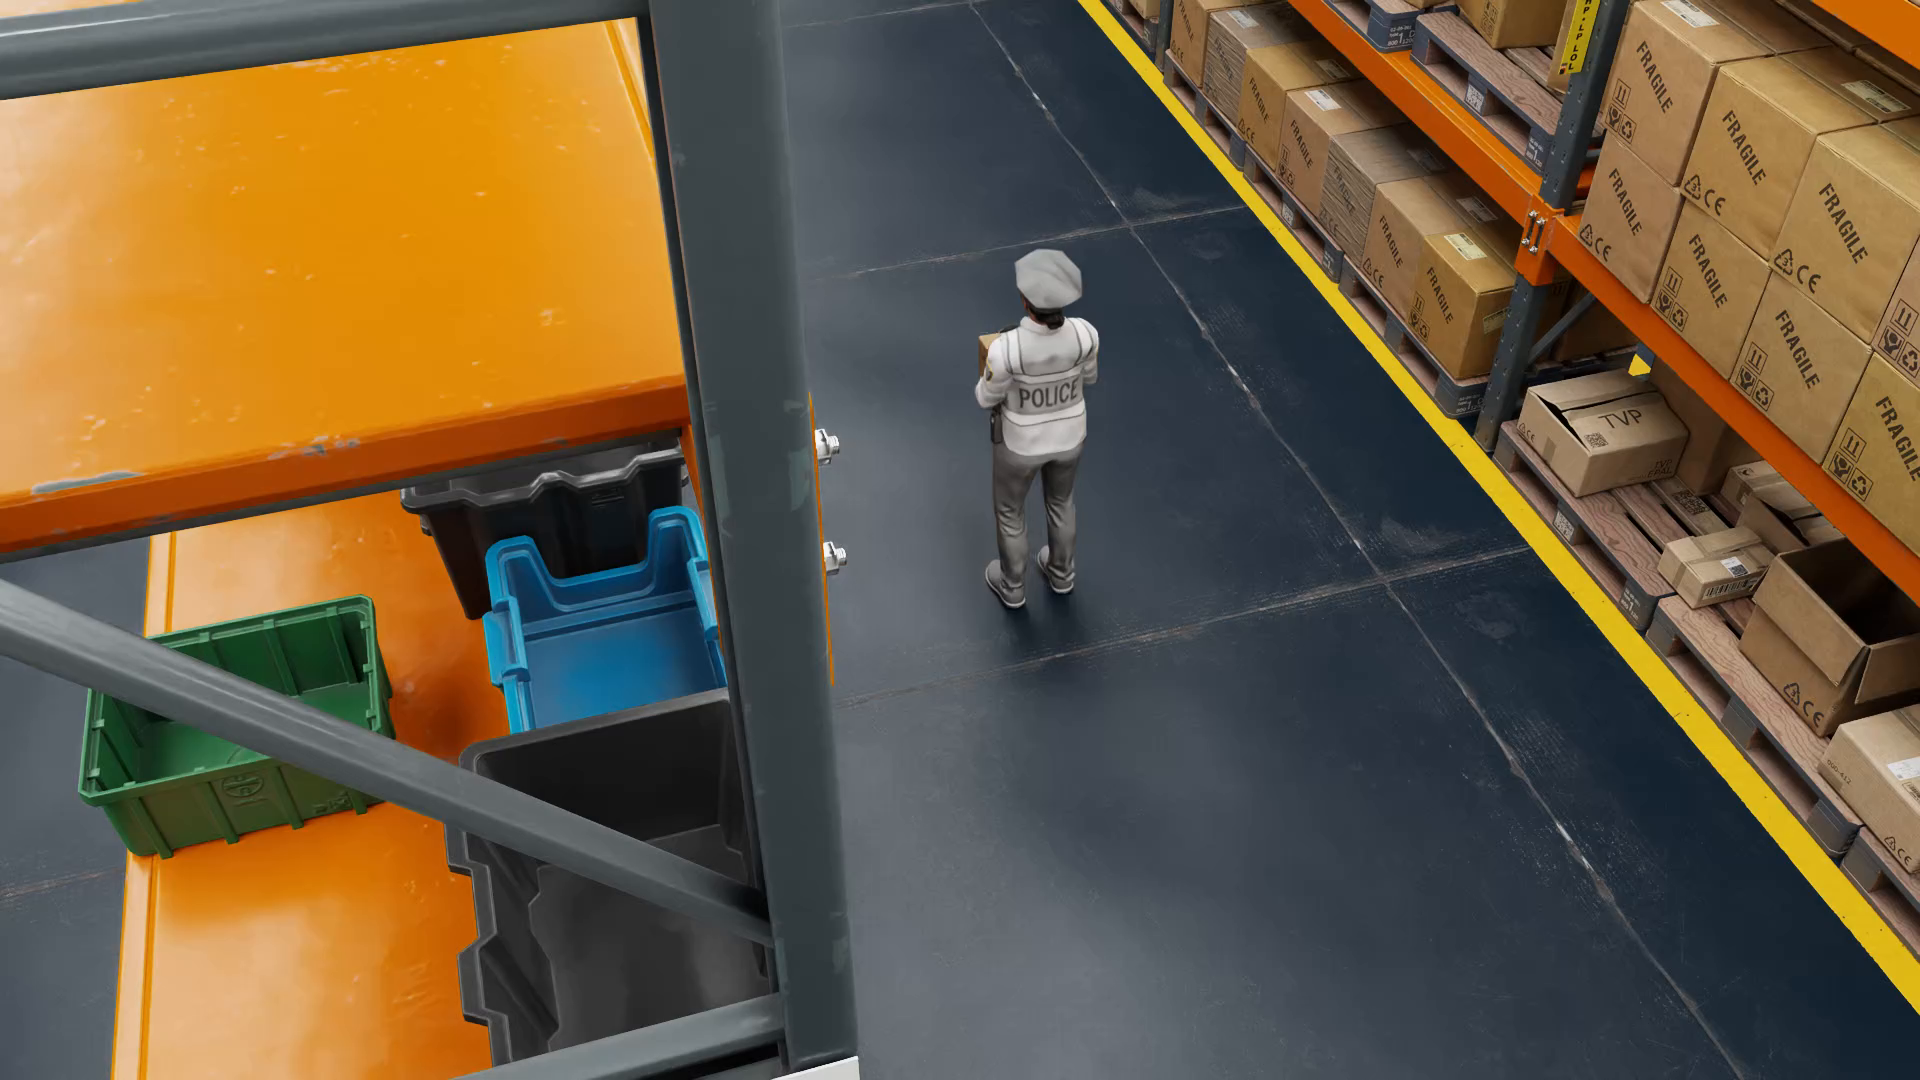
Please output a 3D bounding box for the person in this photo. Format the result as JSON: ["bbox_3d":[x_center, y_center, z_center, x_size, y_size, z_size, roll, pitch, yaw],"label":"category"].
[{"bbox_3d":[0.286,-0.458,6.637,0.486,1.692,0.503,-12,44,-13],"label":"person"}]
